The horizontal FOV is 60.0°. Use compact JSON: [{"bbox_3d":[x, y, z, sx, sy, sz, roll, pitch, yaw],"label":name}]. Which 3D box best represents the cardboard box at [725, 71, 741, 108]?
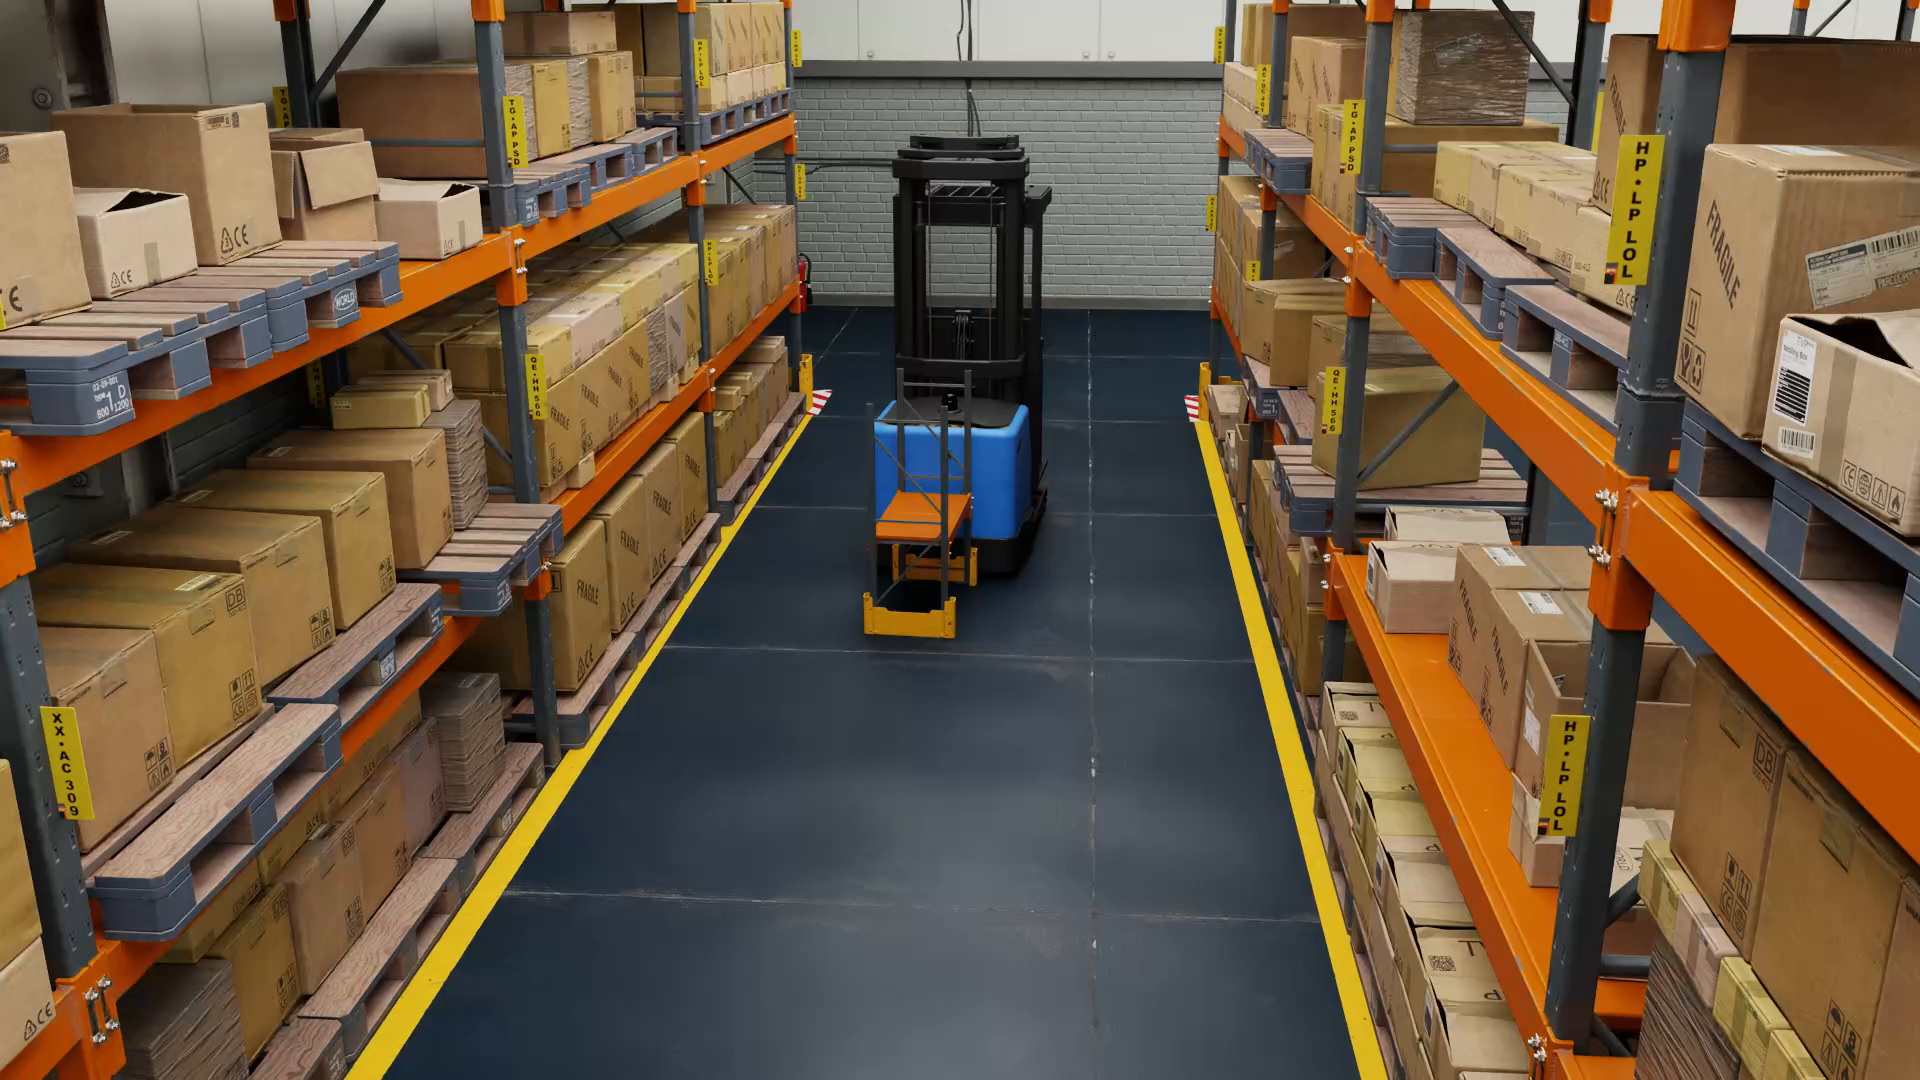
[{"bbox_3d":[-1.973,-3.458,12.747,0.500,0.250,0.500,1,18,3],"label":"cardboard box"}]

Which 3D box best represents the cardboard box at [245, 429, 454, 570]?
[{"bbox_3d":[-2.660,-0.184,7.299,0.700,0.500,0.500,0,18,-1],"label":"cardboard box"}]

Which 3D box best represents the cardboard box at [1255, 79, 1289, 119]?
[{"bbox_3d":[2.369,-3.129,11.777,0.500,0.250,0.500,1,18,4],"label":"cardboard box"}]

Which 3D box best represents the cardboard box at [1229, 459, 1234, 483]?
[{"bbox_3d":[2.330,-0.536,13.113,0.380,0.149,0.250,1,18,4],"label":"cardboard box"}]

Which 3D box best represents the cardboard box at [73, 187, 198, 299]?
[{"bbox_3d":[-2.747,-0.947,5.148,0.500,0.311,0.500,2,18,6],"label":"cardboard box"}]

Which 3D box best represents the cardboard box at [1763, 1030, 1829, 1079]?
[{"bbox_3d":[1.767,1.067,3.147,0.380,0.149,0.250,1,18,3],"label":"cardboard box"}]

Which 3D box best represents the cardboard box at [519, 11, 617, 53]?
[{"bbox_3d":[-2.530,-3.258,10.660,0.500,0.250,0.500,3,18,8],"label":"cardboard box"}]

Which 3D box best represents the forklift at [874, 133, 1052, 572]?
[{"bbox_3d":[0.094,-1.587,12.558,1.130,2.935,3.031,3,18,8],"label":"forklift"}]

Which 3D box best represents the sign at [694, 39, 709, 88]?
[{"bbox_3d":[-1.794,-3.301,11.528,0.100,0.325,0.005,1,18,4],"label":"sign"}]

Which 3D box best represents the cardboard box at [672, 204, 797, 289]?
[{"bbox_3d":[-2.076,-2.716,15.413,0.980,0.700,0.700,2,18,6],"label":"cardboard box"}]

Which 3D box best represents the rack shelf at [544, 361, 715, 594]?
[{"bbox_3d":[-2.480,-0.527,10.369,1.077,0.370,4.000,1,18,4],"label":"rack shelf"}]

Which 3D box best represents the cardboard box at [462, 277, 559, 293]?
[{"bbox_3d":[-2.733,-1.427,10.086,0.500,0.250,0.500,1,18,3],"label":"cardboard box"}]

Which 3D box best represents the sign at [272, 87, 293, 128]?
[{"bbox_3d":[-3.176,-1.971,7.847,0.100,0.325,0.005,1,18,4],"label":"sign"}]

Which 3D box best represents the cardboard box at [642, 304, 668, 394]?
[{"bbox_3d":[-2.189,-1.225,10.673,0.500,0.500,0.500,1,18,4],"label":"cardboard box"}]

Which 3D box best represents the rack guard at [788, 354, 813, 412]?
[{"bbox_3d":[-2.048,-1.552,16.356,1.175,0.500,0.348,1,18,4],"label":"rack guard"}]

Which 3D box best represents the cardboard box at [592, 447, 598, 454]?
[{"bbox_3d":[-2.333,-0.555,9.671,0.380,0.149,0.250,2,18,5],"label":"cardboard box"}]

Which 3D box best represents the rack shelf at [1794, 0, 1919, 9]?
[{"bbox_3d":[7.689,-4.209,12.614,1.077,0.370,4.000,1,18,4],"label":"rack shelf"}]

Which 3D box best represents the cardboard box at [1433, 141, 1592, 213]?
[{"bbox_3d":[2.342,-1.550,7.084,0.500,0.250,0.500,0,18,0],"label":"cardboard box"}]

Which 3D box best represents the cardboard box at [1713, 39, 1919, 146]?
[{"bbox_3d":[2.115,-0.997,4.192,0.500,0.500,0.500,2,18,5],"label":"cardboard box"}]

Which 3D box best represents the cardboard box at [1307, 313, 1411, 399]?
[{"bbox_3d":[2.540,-1.077,10.059,0.700,0.500,0.500,-3,18,-10],"label":"cardboard box"}]

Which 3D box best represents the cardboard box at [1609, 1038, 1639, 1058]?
[{"bbox_3d":[2.351,1.667,5.360,0.500,0.311,0.500,1,18,3],"label":"cardboard box"}]

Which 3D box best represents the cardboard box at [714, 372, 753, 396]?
[{"bbox_3d":[-1.937,-1.304,13.884,0.380,0.149,0.250,1,18,2],"label":"cardboard box"}]

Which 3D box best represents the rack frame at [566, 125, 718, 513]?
[{"bbox_3d":[-2.336,-1.490,12.153,1.000,3.000,0.127,1,18,4],"label":"rack frame"}]

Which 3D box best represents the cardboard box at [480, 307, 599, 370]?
[{"bbox_3d":[-2.296,-1.104,9.102,0.500,0.250,0.500,1,18,3],"label":"cardboard box"}]

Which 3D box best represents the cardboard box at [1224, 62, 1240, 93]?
[{"bbox_3d":[2.595,-4.061,14.619,0.500,0.250,0.500,1,18,4],"label":"cardboard box"}]

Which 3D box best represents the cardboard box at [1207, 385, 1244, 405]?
[{"bbox_3d":[2.519,-1.355,15.612,0.380,0.149,0.250,1,18,4],"label":"cardboard box"}]

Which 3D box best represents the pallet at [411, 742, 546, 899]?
[{"bbox_3d":[-2.681,1.320,8.055,1.003,0.211,1.213,1,18,4],"label":"pallet"}]

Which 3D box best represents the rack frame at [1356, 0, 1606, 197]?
[{"bbox_3d":[2.318,-2.989,7.093,1.000,3.000,0.127,1,18,4],"label":"rack frame"}]

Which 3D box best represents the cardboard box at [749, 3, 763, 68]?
[{"bbox_3d":[-1.906,-4.139,13.622,0.500,0.500,0.500,0,18,1],"label":"cardboard box"}]

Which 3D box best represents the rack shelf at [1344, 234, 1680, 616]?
[{"bbox_3d":[2.175,-0.601,5.777,1.077,0.370,4.000,1,18,4],"label":"rack shelf"}]

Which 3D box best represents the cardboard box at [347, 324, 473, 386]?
[{"bbox_3d":[-2.849,-0.949,8.627,0.500,0.250,0.500,2,18,5],"label":"cardboard box"}]

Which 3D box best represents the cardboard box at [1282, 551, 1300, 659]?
[{"bbox_3d":[2.188,0.384,9.741,0.500,0.500,0.500,1,18,2],"label":"cardboard box"}]

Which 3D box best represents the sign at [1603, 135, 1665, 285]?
[{"bbox_3d":[1.489,-0.726,3.667,0.100,0.325,0.005,1,18,4],"label":"sign"}]

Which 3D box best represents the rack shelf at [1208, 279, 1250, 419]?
[{"bbox_3d":[2.748,-1.660,13.826,1.077,0.370,4.000,1,18,4],"label":"rack shelf"}]

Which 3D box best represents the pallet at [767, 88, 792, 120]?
[{"bbox_3d":[-2.092,-3.885,14.787,1.003,0.211,1.213,1,18,4],"label":"pallet"}]

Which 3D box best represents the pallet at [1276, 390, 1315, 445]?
[{"bbox_3d":[2.453,-0.651,9.901,1.003,0.211,1.213,1,18,4],"label":"pallet"}]

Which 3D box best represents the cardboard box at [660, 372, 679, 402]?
[{"bbox_3d":[-2.097,-1.027,11.111,0.380,0.149,0.250,1,18,4],"label":"cardboard box"}]

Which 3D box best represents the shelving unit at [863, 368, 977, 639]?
[{"bbox_3d":[-0.247,-0.268,10.832,0.587,1.500,1.083,3,18,8],"label":"shelving unit"}]

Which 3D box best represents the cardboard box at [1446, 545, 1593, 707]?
[{"bbox_3d":[2.214,0.336,6.420,0.500,0.500,0.500,0,18,1],"label":"cardboard box"}]

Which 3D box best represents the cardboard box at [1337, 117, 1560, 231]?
[{"bbox_3d":[2.316,-1.747,7.961,0.910,0.500,0.500,1,18,4],"label":"cardboard box"}]

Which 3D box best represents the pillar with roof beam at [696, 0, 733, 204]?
[{"bbox_3d":[1.575,-6.345,17.335,9.100,9.000,0.400,1,18,4],"label":"pillar with roof beam"}]

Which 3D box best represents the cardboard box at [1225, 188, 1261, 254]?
[{"bbox_3d":[2.526,-2.696,14.066,0.500,0.500,0.500,2,18,5],"label":"cardboard box"}]

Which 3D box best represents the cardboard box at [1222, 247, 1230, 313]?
[{"bbox_3d":[2.526,-2.222,14.227,0.500,0.500,0.500,1,18,4],"label":"cardboard box"}]

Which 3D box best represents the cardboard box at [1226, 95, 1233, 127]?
[{"bbox_3d":[2.552,-3.668,14.224,0.500,0.250,0.500,1,18,4],"label":"cardboard box"}]

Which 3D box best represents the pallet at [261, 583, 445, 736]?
[{"bbox_3d":[-2.724,0.459,6.512,1.003,0.211,1.213,1,18,4],"label":"pallet"}]

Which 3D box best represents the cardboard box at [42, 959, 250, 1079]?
[{"bbox_3d":[-2.874,1.745,5.589,0.700,0.500,0.500,2,18,6],"label":"cardboard box"}]

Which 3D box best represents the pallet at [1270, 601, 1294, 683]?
[{"bbox_3d":[2.499,0.578,10.320,1.003,0.211,1.213,1,18,4],"label":"pallet"}]

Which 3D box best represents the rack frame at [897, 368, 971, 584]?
[{"bbox_3d":[-0.173,-0.422,11.301,0.500,1.500,0.032,3,18,8],"label":"rack frame"}]

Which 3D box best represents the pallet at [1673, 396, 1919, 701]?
[{"bbox_3d":[1.996,-0.014,2.973,1.003,0.211,1.213,1,18,4],"label":"pallet"}]

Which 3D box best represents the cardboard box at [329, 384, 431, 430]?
[{"bbox_3d":[-2.626,-0.604,7.541,0.380,0.149,0.250,-2,18,-5],"label":"cardboard box"}]

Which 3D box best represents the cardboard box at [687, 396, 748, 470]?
[{"bbox_3d":[-2.141,-0.888,13.654,0.700,0.500,0.500,1,18,3],"label":"cardboard box"}]

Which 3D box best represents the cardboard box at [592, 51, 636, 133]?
[{"bbox_3d":[-2.509,-2.901,10.775,0.700,0.500,0.500,0,18,1],"label":"cardboard box"}]

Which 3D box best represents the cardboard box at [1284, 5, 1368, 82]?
[{"bbox_3d":[2.602,-3.480,11.644,0.700,0.500,0.500,1,18,4],"label":"cardboard box"}]

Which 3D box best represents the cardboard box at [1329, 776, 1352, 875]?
[{"bbox_3d":[1.952,1.281,7.437,0.500,0.250,0.500,1,18,2],"label":"cardboard box"}]

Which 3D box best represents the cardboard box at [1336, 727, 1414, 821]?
[{"bbox_3d":[1.958,1.022,7.328,0.500,0.311,0.500,1,18,3],"label":"cardboard box"}]
